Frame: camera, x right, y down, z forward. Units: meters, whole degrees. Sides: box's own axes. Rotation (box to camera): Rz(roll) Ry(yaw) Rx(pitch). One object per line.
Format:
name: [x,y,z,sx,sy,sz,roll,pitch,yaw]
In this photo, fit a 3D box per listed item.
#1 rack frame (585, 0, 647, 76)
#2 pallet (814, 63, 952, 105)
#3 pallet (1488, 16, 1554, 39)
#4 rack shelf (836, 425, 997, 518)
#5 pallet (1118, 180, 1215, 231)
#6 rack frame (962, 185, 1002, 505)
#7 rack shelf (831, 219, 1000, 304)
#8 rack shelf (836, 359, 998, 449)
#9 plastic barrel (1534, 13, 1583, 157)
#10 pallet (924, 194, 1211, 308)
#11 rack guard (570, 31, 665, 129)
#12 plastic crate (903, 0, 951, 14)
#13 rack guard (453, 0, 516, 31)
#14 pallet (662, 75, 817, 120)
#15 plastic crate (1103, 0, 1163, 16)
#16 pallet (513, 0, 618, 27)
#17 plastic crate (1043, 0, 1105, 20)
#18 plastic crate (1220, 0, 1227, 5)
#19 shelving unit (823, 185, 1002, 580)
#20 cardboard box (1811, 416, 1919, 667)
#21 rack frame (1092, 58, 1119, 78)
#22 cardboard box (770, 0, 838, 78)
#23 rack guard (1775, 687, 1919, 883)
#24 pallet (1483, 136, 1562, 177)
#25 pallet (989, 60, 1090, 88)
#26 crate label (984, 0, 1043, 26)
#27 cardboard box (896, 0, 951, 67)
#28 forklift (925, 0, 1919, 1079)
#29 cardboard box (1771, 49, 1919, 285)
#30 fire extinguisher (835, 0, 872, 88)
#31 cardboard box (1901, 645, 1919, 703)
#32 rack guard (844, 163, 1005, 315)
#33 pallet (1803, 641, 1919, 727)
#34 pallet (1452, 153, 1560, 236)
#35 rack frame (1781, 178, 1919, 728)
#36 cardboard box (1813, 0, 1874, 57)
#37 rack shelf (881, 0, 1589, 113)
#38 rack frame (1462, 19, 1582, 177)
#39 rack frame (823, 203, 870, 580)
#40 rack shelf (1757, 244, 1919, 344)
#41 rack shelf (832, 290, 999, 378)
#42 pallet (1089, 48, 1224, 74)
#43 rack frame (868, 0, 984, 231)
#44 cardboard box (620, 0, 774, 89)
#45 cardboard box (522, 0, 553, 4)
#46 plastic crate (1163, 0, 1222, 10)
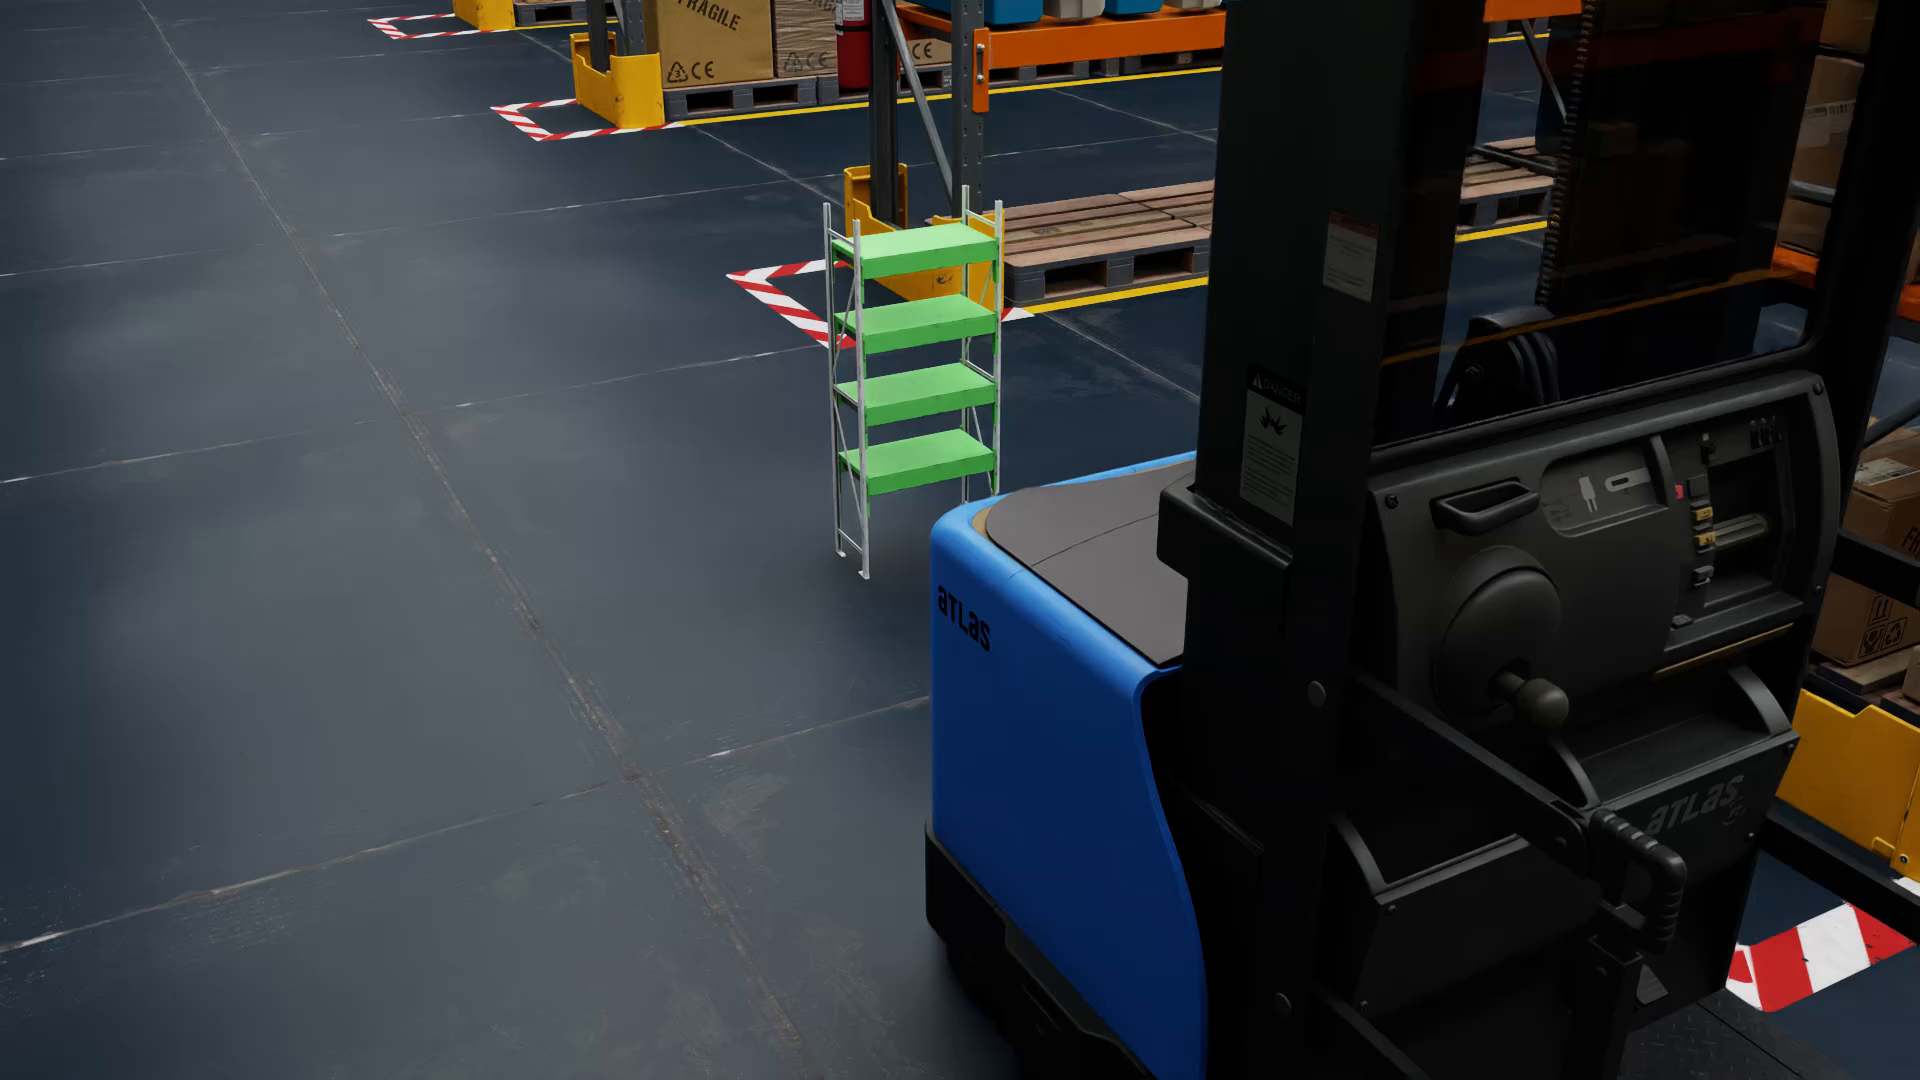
rack frame: [-2.509,-4.530,11.719,0.127,3.000,1.000,-13,29,-25]
pallet: [-0.765,-3.712,13.238,1.213,0.211,1.003,-13,29,-25]
pallet: [5.240,-5.061,16.046,1.213,0.211,1.003,-13,29,-25]
rack shelf: [-0.146,-0.233,5.552,0.480,0.148,0.258,-13,29,-25]
pallet: [1.643,-1.781,9.215,1.213,0.211,1.003,-13,29,-25]
rack frame: [0.069,-0.557,5.524,0.015,1.200,0.240,-13,29,-25]
rack shelf: [-0.146,-0.882,5.240,0.480,0.148,0.258,-13,29,-25]
rack shelf: [-0.146,-0.450,5.448,0.480,0.148,0.258,-13,29,-25]
plastic barrel: [3.839,-2.800,10.056,0.708,0.901,0.600,-13,29,-25]
pallet: [0.568,-1.534,8.702,1.213,0.211,1.003,-13,29,-25]
rack guard: [-2.530,-3.398,12.250,0.348,0.500,1.175,-13,29,-25]
plastic crate: [0.029,-2.821,8.049,0.499,0.435,0.616,-13,29,-25]
rack guard: [-4.687,-5.333,16.280,0.348,0.500,1.175,-13,29,-25]
pallet: [-1.840,-3.465,12.724,1.213,0.211,1.003,-13,29,-25]
plastic crate: [0.775,-2.648,7.924,0.300,0.233,0.416,-13,29,-25]
pallet: [-3.953,-5.355,16.659,1.213,0.211,1.003,-13,29,-25]
plastic crate: [0.516,-2.505,7.736,0.298,0.136,0.250,-13,29,-25]
plastic crate: [1.356,-2.782,8.204,0.300,0.233,0.416,-13,29,-25]
shelving unit: [-0.146,-0.507,5.420,0.503,1.200,0.258,-13,29,-25]
cardboard box: [2.513,-0.022,4.710,0.500,0.500,0.500,-13,29,-25]
rack frame: [1.021,-5.344,13.416,0.127,3.000,1.000,-13,29,-25]
cardboard box: [-1.179,-4.107,12.809,0.875,0.875,0.875,-13,29,-25]
rack guard: [2.216,0.366,4.411,0.348,0.500,1.175,-13,29,-25]
pallet: [4.052,-2.337,10.374,1.213,0.211,1.003,-13,29,-25]
pallet: [0.313,-3.962,13.759,1.213,0.211,1.003,-13,29,-25]
crate label: [0.194,-2.514,7.645,0.303,0.233,0.416,-13,29,-25]
cardboard box: [-0.394,-4.289,13.186,0.875,0.875,0.875,-13,29,-25]
forklift: [1.079,0.040,2.281,1.130,2.935,3.031,-14,29,-26]
cardboard box: [2.416,-0.986,4.222,0.500,0.500,0.500,-12,28,-24]
fire extinguisher: [-0.525,-2.578,8.174,0.183,0.674,0.296,-13,29,-25]
cardboard box: [2.680,0.387,4.263,0.250,0.149,0.380,-13,29,-25]
rack guard: [-0.193,-1.501,8.300,0.348,0.500,1.175,-13,29,-25]
pallet: [2.919,0.333,4.812,1.213,0.211,1.003,-13,29,-25]
pallet: [2.721,-2.031,9.737,1.213,0.211,1.003,-13,29,-25]
rack frame: [2.149,-0.746,3.837,0.127,3.000,1.000,-13,29,-25]
cardboard box: [2.413,-1.437,4.007,0.500,0.500,0.500,-13,29,-26]
rack shelf: [1.586,-2.721,8.783,4.000,0.370,1.077,-13,29,-25]
rack frame: [3.351,-3.453,9.476,0.127,3.000,1.000,-13,29,-25]
rack frame: [-0.361,-0.457,5.317,0.015,1.200,0.240,-13,29,-25]
rack shelf: [3.914,-0.829,4.841,4.000,0.370,1.077,-13,29,-25]
rack shelf: [-0.146,-0.666,5.344,0.480,0.148,0.258,-13,29,-25]
pallet: [1.666,-4.273,14.406,1.213,0.211,1.003,-13,29,-25]
rack frame: [-0.178,-2.638,7.779,0.127,3.000,1.000,-13,29,-25]
cardboard box: [-1.982,-3.922,12.423,0.875,0.875,0.875,-13,29,-25]
cardboard box: [-4.141,-5.333,16.201,0.250,0.149,0.380,-12,28,-24]
plastic crate: [1.115,-2.643,8.024,0.298,0.136,0.250,-13,29,-25]
